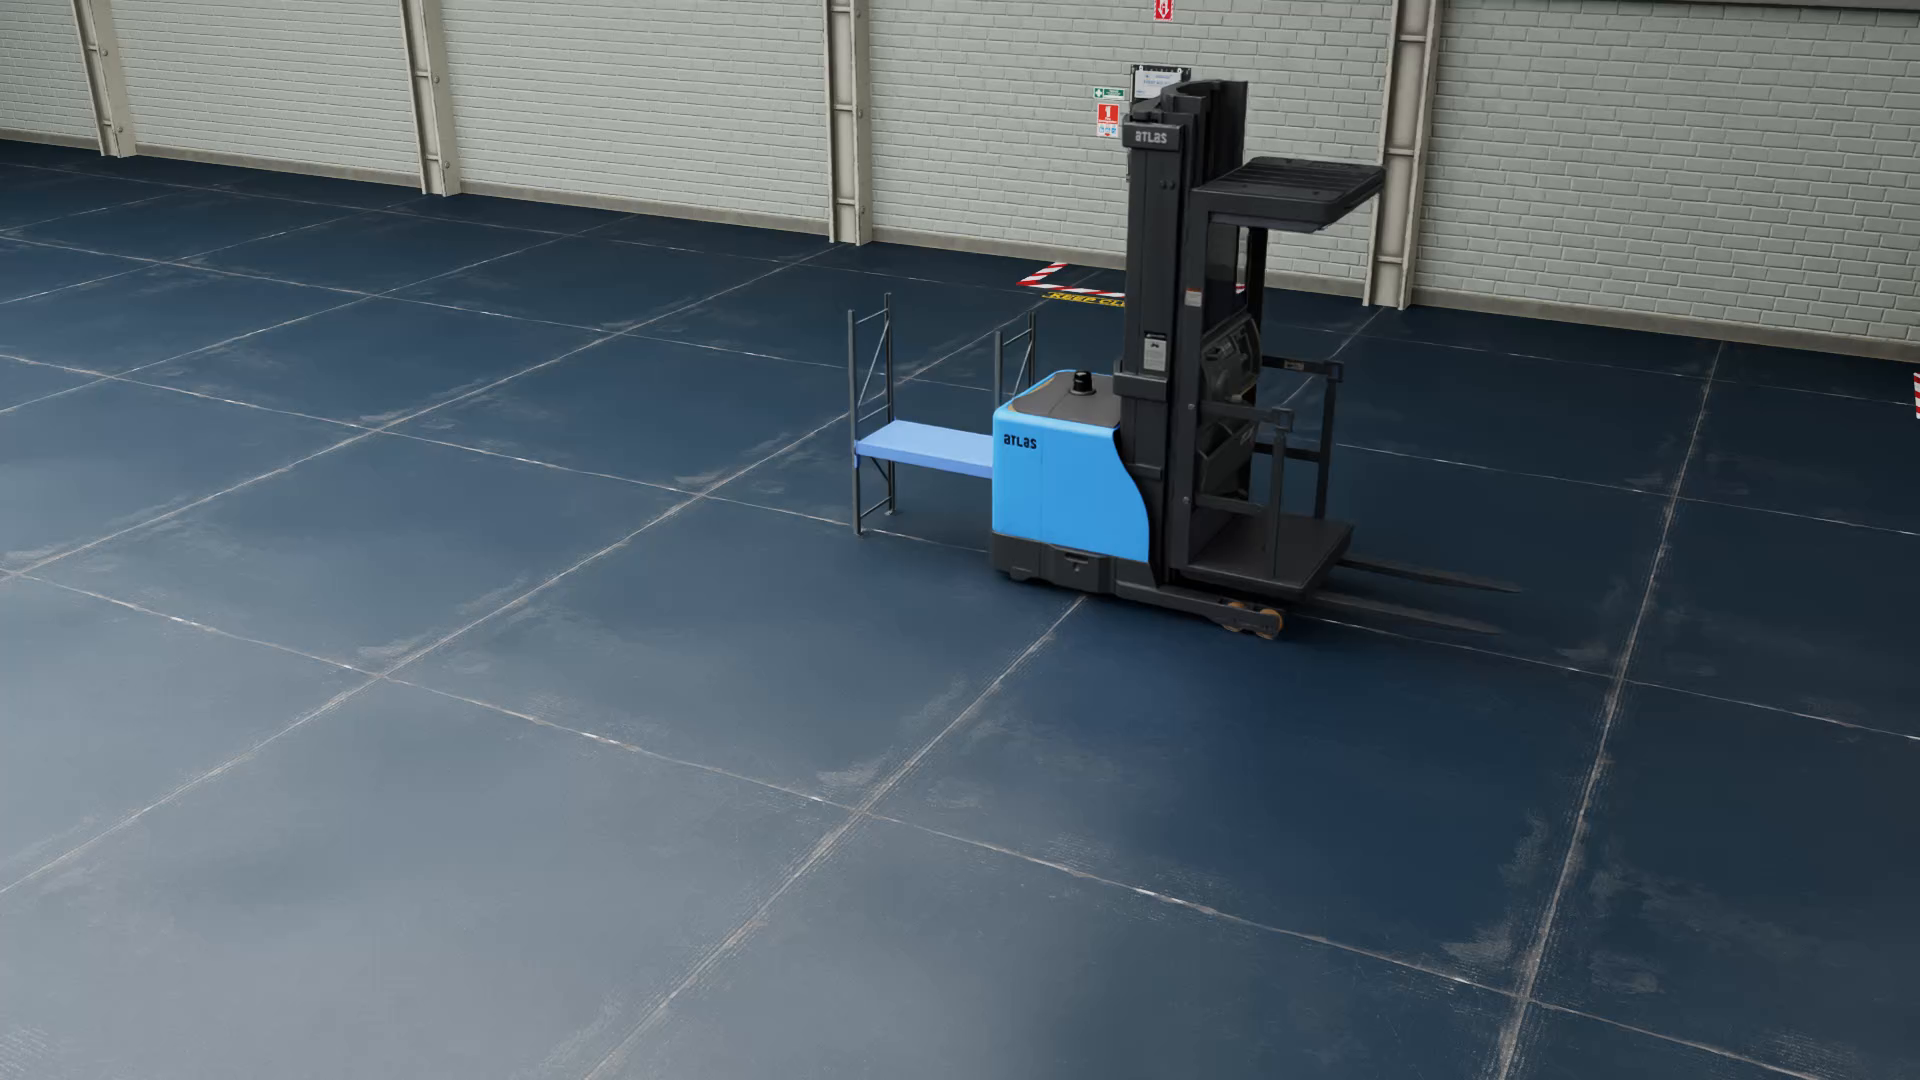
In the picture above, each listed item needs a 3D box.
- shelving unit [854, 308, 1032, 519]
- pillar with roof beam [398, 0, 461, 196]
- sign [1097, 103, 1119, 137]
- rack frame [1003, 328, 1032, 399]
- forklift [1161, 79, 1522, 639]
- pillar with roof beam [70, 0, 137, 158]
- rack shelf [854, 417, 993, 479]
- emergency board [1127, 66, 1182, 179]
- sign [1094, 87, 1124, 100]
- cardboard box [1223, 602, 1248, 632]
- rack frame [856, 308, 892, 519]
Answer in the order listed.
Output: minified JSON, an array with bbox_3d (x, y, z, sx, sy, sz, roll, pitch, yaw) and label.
[{"bbox_3d":[-0.113,-0.713,10.510,1.030,1.308,0.538,12,26,25],"label":"shelving unit"},{"bbox_3d":[-8.512,-7.044,15.816,0.400,9.000,9.100,11,25,25],"label":"pillar with roof beam"},{"bbox_3d":[1.504,-4.268,16.908,0.234,0.329,0.001,11,25,25],"label":"sign"},{"bbox_3d":[0.337,-0.620,10.292,0.013,1.308,0.475,12,26,25],"label":"rack frame"},{"bbox_3d":[1.726,-1.025,9.415,3.031,2.935,1.121,12,26,25],"label":"forklift"},{"bbox_3d":[-13.866,-8.104,18.307,0.400,9.000,9.100,11,25,25],"label":"pillar with roof beam"},{"bbox_3d":[-0.113,-0.547,10.580,1.000,0.185,0.538,12,26,25],"label":"rack shelf"},{"bbox_3d":[1.954,-4.117,16.598,0.636,1.158,0.192,11,25,25],"label":"emergency board"},{"bbox_3d":[1.505,-4.508,16.795,0.331,0.109,0.001,11,25,25],"label":"sign"},{"bbox_3d":[1.575,0.439,9.518,0.160,0.156,0.130,11,25,24],"label":"cardboard box"},{"bbox_3d":[-0.564,-0.805,10.725,0.013,1.308,0.475,12,26,25],"label":"rack frame"}]
